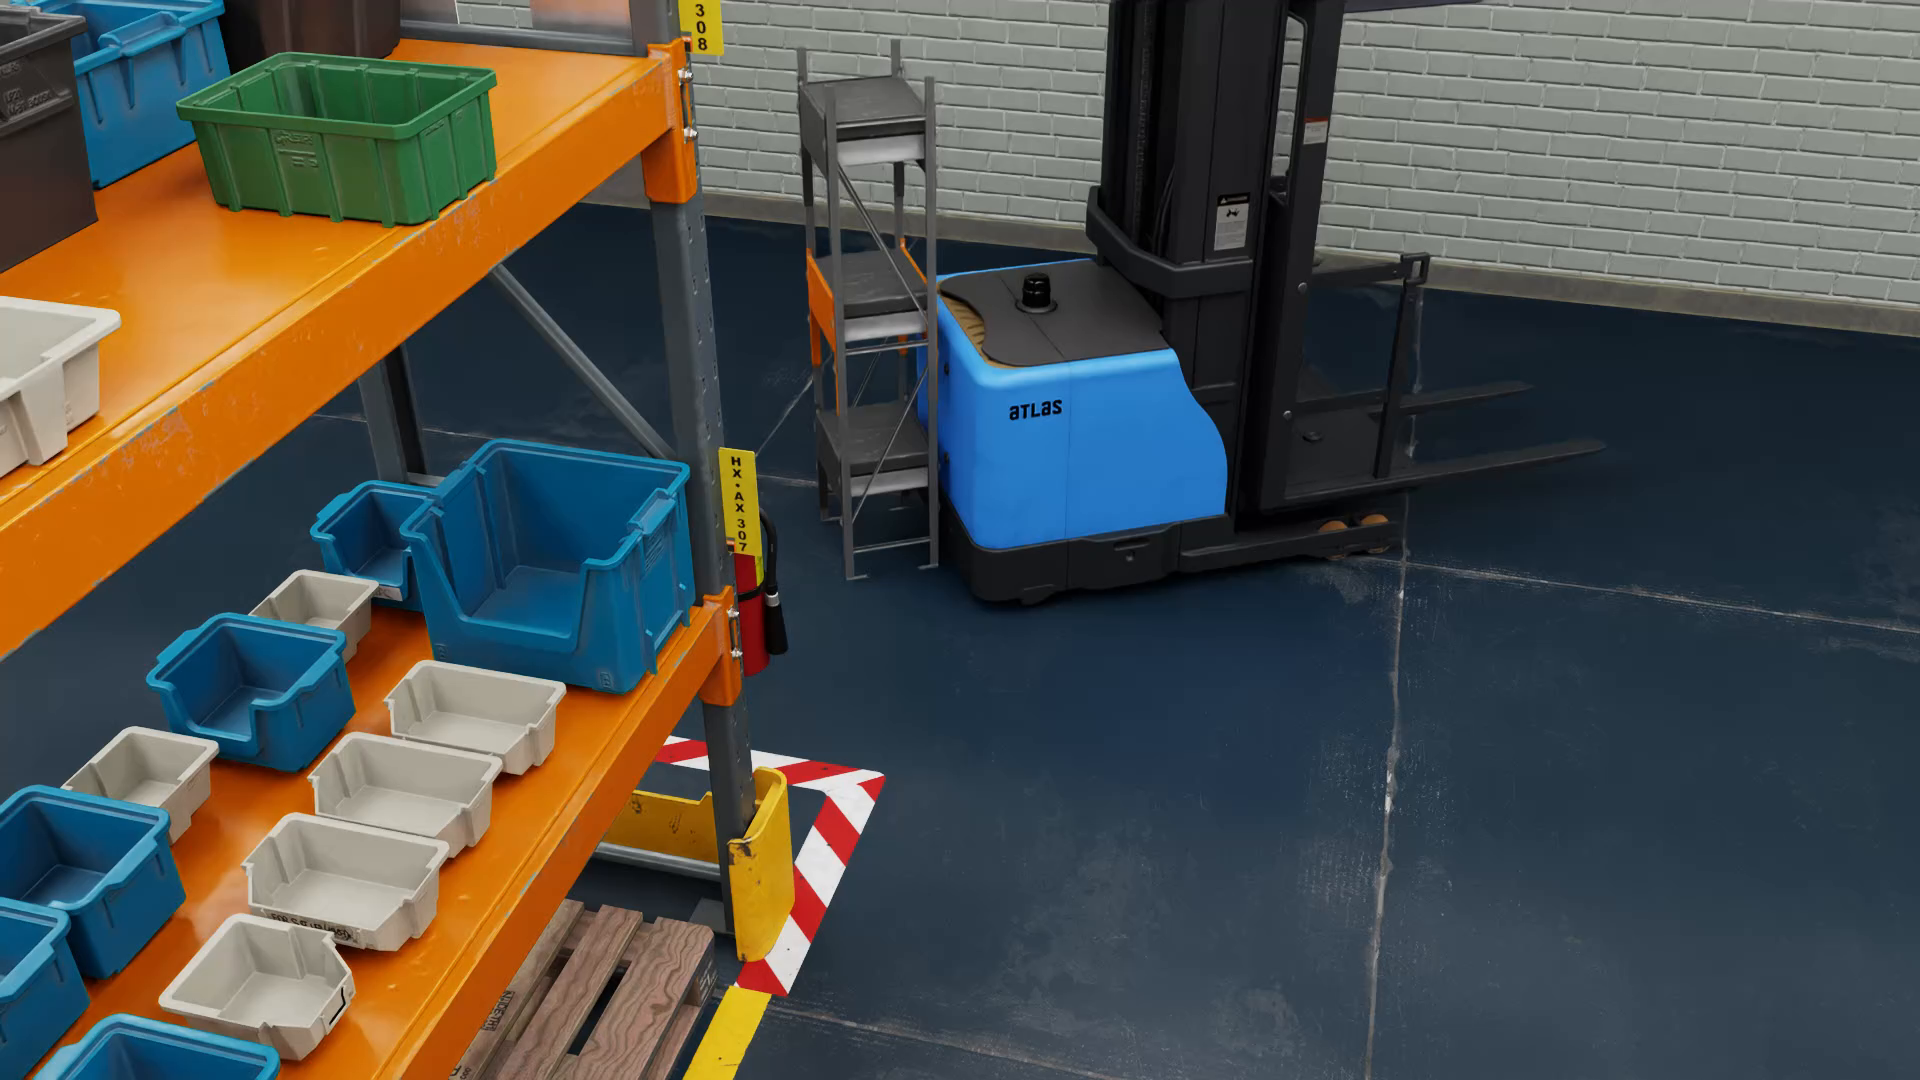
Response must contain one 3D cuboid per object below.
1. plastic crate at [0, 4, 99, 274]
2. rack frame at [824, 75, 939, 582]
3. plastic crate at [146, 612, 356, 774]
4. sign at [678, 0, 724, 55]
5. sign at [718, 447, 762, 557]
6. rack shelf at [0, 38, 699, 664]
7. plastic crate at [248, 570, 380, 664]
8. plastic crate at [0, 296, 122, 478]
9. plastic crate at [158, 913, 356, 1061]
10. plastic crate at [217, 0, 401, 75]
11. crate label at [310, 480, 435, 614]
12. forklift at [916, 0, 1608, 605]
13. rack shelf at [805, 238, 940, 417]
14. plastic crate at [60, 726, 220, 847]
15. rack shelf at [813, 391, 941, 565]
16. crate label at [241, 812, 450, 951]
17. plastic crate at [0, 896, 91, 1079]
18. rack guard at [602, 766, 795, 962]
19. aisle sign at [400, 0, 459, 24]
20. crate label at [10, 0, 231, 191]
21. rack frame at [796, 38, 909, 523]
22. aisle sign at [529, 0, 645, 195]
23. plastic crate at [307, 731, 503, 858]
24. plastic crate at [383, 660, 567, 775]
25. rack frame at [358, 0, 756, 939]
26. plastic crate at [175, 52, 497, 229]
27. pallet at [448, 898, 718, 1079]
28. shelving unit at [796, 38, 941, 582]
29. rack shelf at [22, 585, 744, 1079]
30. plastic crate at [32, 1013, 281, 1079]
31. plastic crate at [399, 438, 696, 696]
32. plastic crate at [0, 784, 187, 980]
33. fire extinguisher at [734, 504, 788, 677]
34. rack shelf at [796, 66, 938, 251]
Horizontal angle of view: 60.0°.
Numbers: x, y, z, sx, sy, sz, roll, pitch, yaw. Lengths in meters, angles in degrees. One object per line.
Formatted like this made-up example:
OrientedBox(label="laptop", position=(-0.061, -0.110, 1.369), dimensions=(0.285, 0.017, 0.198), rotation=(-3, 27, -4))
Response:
OrientedBox(label="plastic crate", position=(-1.778, -0.582, 2.631), dimensions=(0.504, 0.338, 0.767), rotation=(8, 33, 12))
OrientedBox(label="rack frame", position=(-0.285, -0.744, 6.463), dimensions=(0.400, 2.100, 0.015), rotation=(-9, 34, -14))
OrientedBox(label="plastic crate", position=(-1.673, 0.373, 3.967), dimensions=(0.416, 0.233, 0.300), rotation=(8, 33, 12))
OrientedBox(label="sign", position=(-0.588, -1.252, 3.726), dimensions=(0.100, 0.325, 0.005), rotation=(8, 33, 12))
OrientedBox(label="sign", position=(-0.588, -0.100, 4.459), dimensions=(0.100, 0.325, 0.005), rotation=(8, 33, 12))
OrientedBox(label="rack shelf", position=(-1.632, -0.022, 2.363), dimensions=(1.077, 0.370, 4.000), rotation=(8, 33, 12))
OrientedBox(label="plastic crate", position=(-1.667, 0.227, 4.287), dimensions=(0.250, 0.136, 0.298), rotation=(8, 33, 12))
OrientedBox(label="plastic crate", position=(-1.409, -0.146, 2.133), dimensions=(0.437, 0.136, 0.530), rotation=(8, 33, 12))
OrientedBox(label="plastic crate", position=(-1.348, 0.889, 3.246), dimensions=(0.298, 0.136, 0.250), rotation=(8, 33, 12))
OrientedBox(label="plastic crate", position=(-1.492, -1.146, 3.583), dimensions=(0.497, 0.269, 0.590), rotation=(8, 33, 12))
OrientedBox(label="crate label", position=(-1.506, 0.031, 4.505), dimensions=(0.416, 0.233, 0.303), rotation=(8, 33, 12))
OrientedBox(label="forklift", position=(1.377, -1.412, 6.740), dimensions=(3.031, 2.935, 1.130), rotation=(-9, 34, -14))
OrientedBox(label="rack shelf", position=(-0.354, -0.858, 6.668), dimensions=(0.431, 0.518, 0.480), rotation=(-9, 34, -14))
OrientedBox(label="plastic crate", position=(-1.839, 0.579, 3.733), dimensions=(0.250, 0.136, 0.298), rotation=(8, 33, 12))
OrientedBox(label="rack shelf", position=(-0.353, -0.267, 7.043), dimensions=(0.431, 0.518, 0.480), rotation=(-9, 34, -14))
OrientedBox(label="crate label", position=(-1.291, 0.733, 3.491), dimensions=(0.396, 0.136, 0.243), rotation=(8, 33, 12))
OrientedBox(label="plastic crate", position=(-1.916, 0.870, 3.185), dimensions=(0.416, 0.233, 0.300), rotation=(8, 33, 12))
OrientedBox(label="rack guard", position=(-1.131, 0.943, 5.300), dimensions=(1.175, 0.500, 0.348), rotation=(8, 33, 12))
OrientedBox(label="aisle sign", position=(-1.394, -1.272, 4.032), dimensions=(0.394, 0.787, 0.004), rotation=(8, 33, 12))
OrientedBox(label="crate label", position=(-1.671, -0.866, 3.158), dimensions=(0.408, 0.251, 0.502), rotation=(8, 33, 12))
OrientedBox(label="rack frame", position=(-0.422, -0.995, 6.858), dimensions=(0.400, 2.100, 0.015), rotation=(-9, 34, -14))
OrientedBox(label="aisle sign", position=(-0.823, -1.192, 3.906), dimensions=(0.394, 0.787, 0.004), rotation=(8, 33, 12))
OrientedBox(label="plastic crate", position=(-1.244, 0.585, 3.724), dimensions=(0.396, 0.136, 0.243), rotation=(8, 33, 12))
OrientedBox(label="plastic crate", position=(-1.157, 0.437, 3.957), dimensions=(0.396, 0.136, 0.243), rotation=(8, 33, 12))
OrientedBox(label="rack frame", position=(-1.125, -0.097, 4.607), dimensions=(1.000, 3.000, 0.127), rotation=(8, 33, 12))
OrientedBox(label="plastic crate", position=(-1.099, -0.723, 2.993), dimensions=(0.450, 0.188, 0.336), rotation=(8, 33, 12))
OrientedBox(label="pallet", position=(-1.372, 1.502, 4.690), dimensions=(1.003, 0.211, 1.213), rotation=(8, 33, 12))
OrientedBox(label="shelving unit", position=(-0.354, -0.869, 6.660), dimensions=(0.431, 2.100, 0.503), rotation=(-9, 34, -14))
OrientedBox(label="rack shelf", position=(-1.632, 1.244, 3.167), dimensions=(1.077, 0.370, 4.000), rotation=(8, 33, 12))
OrientedBox(label="plastic crate", position=(-1.398, 1.049, 2.905), dimensions=(0.416, 0.233, 0.300), rotation=(8, 33, 12))
OrientedBox(label="plastic crate", position=(-1.029, 0.062, 4.268), dimensions=(0.616, 0.435, 0.499), rotation=(8, 33, 12))
OrientedBox(label="plastic crate", position=(-1.840, 0.715, 3.430), dimensions=(0.416, 0.233, 0.300), rotation=(8, 33, 12))
OrientedBox(label="fire extinguisher", position=(-0.647, 0.076, 4.754), dimensions=(0.296, 0.674, 0.183), rotation=(8, 33, 12))
OrientedBox(label="rack shelf", position=(-0.354, -1.449, 6.292), dimensions=(0.431, 0.518, 0.480), rotation=(-9, 34, -14))
